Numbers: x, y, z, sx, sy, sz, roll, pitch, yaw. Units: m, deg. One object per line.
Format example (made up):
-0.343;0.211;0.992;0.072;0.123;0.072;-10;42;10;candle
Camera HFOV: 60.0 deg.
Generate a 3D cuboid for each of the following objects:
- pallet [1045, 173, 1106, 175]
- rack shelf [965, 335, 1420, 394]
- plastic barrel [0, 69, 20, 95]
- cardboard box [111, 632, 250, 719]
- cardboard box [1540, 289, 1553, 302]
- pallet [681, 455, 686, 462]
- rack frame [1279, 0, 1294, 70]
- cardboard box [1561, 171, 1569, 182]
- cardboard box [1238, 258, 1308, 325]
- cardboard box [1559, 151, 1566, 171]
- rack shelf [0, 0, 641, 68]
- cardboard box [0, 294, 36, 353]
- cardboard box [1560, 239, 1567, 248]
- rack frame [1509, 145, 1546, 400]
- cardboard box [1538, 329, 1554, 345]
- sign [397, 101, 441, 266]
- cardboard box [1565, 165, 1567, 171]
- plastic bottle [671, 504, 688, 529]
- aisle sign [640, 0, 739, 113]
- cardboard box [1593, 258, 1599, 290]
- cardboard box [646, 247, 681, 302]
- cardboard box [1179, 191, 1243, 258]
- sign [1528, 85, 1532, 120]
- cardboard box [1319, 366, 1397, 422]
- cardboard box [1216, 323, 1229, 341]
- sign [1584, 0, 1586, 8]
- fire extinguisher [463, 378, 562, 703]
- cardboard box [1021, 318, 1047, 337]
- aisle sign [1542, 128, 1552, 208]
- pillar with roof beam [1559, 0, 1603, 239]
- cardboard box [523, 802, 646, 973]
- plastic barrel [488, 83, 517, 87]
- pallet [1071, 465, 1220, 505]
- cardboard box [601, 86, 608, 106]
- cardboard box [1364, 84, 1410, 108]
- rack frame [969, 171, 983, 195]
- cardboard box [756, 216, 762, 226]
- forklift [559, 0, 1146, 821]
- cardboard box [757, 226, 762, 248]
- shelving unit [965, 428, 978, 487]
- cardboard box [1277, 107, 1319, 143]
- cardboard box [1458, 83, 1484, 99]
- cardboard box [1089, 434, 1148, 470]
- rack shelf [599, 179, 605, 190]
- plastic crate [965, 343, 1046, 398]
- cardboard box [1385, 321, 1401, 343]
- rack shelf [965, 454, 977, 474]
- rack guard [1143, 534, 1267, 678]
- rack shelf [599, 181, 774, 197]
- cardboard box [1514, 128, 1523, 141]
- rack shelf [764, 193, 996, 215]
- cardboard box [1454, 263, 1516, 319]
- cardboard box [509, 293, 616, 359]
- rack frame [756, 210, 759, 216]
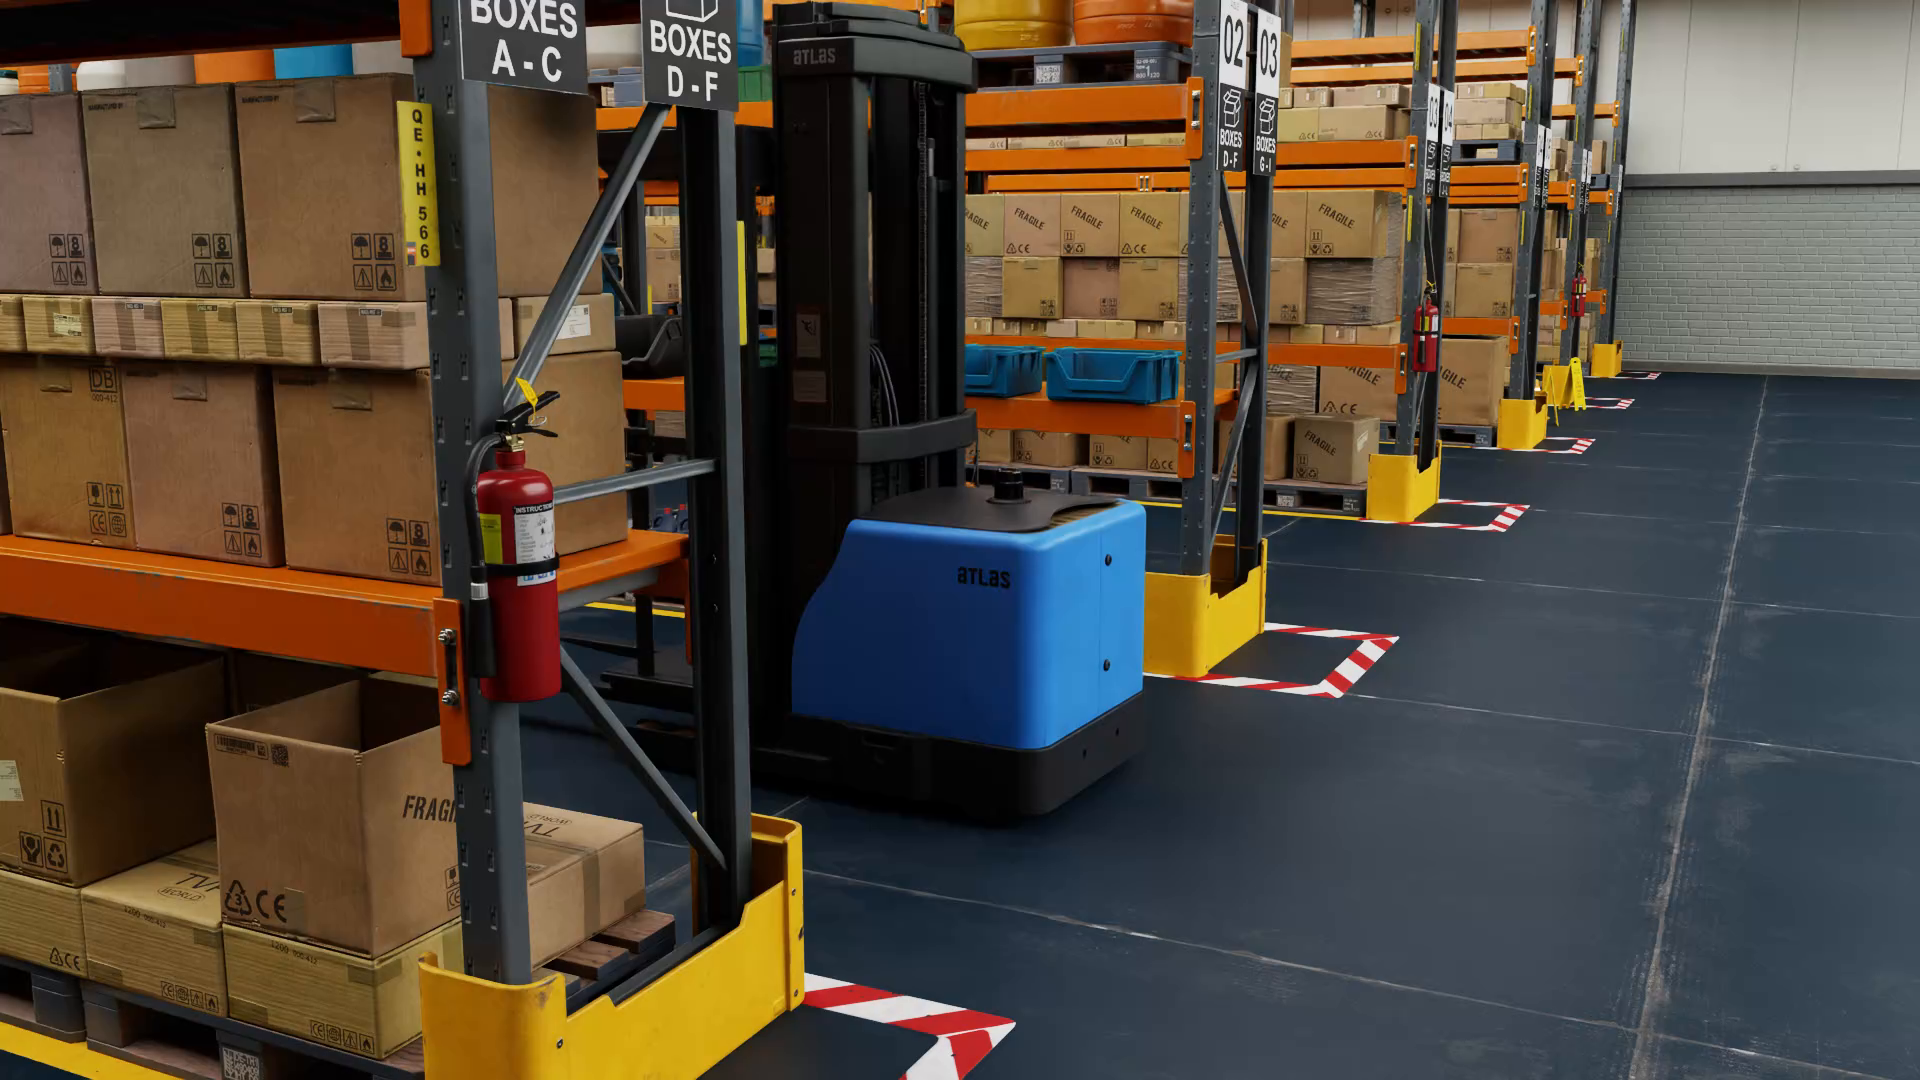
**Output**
1.394;-4.250;18.904;1.217;0.209;0.805;5;11;24;pallet
1.747;-1.508;13.658;4.000;0.370;1.077;5;11;26;rack shelf
-6.852;-3.219;11.881;0.301;0.262;0.301;0;10;0;plastic barrel
-2.132;0.501;4.976;0.500;0.500;0.500;5;11;26;cardboard box
7.495;-3.159;21.465;0.250;0.149;0.380;5;12;28;cardboard box
-1.844;-0.804;15.581;1.213;0.211;1.003;5;11;26;pallet
4.338;-6.554;22.676;0.127;3.000;1.000;5;11;26;rack frame
7.771;-4.717;21.655;0.250;0.149;0.380;5;11;26;cardboard box
2.558;-1.968;13.064;0.500;0.500;0.875;5;11;26;cardboard box
7.592;-4.918;21.642;0.500;0.250;0.500;5;11;25;cardboard box
-2.640;-1.402;4.651;4.000;0.370;1.077;5;11;26;rack shelf
-2.435;-0.592;4.477;0.250;0.149;0.380;5;12;27;cardboard box
9.469;-4.604;25.807;0.250;0.149;0.380;5;11;26;cardboard box
5.825;-2.488;17.056;0.127;3.000;1.000;5;11;26;rack frame
9.098;-3.209;26.177;0.500;0.250;0.500;5;11;25;cardboard box
-1.099;-0.723;3.386;0.005;0.325;0.100;5;11;26;sign
9.241;-5.705;25.652;0.250;0.149;0.380;5;11;24;cardboard box
-1.635;-0.034;9.701;0.185;0.351;0.144;5;11;26;plastic bottle
-0.652;-1.445;3.994;0.004;0.787;0.394;5;11;26;aisle sign
9.797;-4.212;26.302;0.500;0.500;0.500;5;12;28;cardboard box
-2.587;-2.526;15.806;0.500;0.500;0.700;7;12;34;cardboard box
2.039;-2.474;13.053;0.500;0.500;0.500;5;11;26;cardboard box
5.573;-4.276;16.245;0.005;0.325;0.100;5;11;26;sign
4.398;-1.761;17.826;0.875;0.875;0.875;5;11;25;cardboard box
2.065;-1.666;13.218;0.250;0.149;0.380;5;11;26;cardboard box
7.661;-6.689;20.356;0.005;0.325;0.100;5;11;26;sign
-0.946;-0.001;3.529;0.183;0.674;0.296;5;11;26;fire extinguisher
0.696;-1.776;13.823;0.250;0.149;0.380;5;11;26;cardboard box
6.022;-3.810;17.059;0.004;0.787;0.394;5;11;26;aisle sign
7.987;-6.543;22.616;0.400;9.000;9.100;5;11;26;pillar with roof beam
-1.229;0.946;4.621;0.500;0.250;0.500;5;11;26;cardboard box
-2.791;-2.956;9.813;0.708;0.901;0.600;5;11;26;plastic barrel
1.669;-0.504;13.922;1.213;0.211;1.003;5;11;26;pallet
-3.326;-4.028;15.455;0.500;0.500;0.500;5;11;26;cardboard box
3.153;-3.275;12.280;0.250;0.149;0.380;5;11;26;cardboard box
-0.047;-2.019;14.465;0.127;3.000;1.000;5;11;26;rack frame
-3.253;-5.066;26.391;0.250;0.149;0.380;5;11;25;cardboard box
-0.792;-0.596;6.795;3.031;2.935;1.130;6;12;28;forklift
-3.382;-4.767;26.557;0.500;0.500;0.500;5;11;25;cardboard box
-0.148;-0.603;11.695;0.503;1.200;0.258;5;11;26;shelving unit
2.546;-3.143;12.670;0.500;0.250;0.500;5;11;26;cardboard box
5.150;-4.481;16.652;0.250;0.149;0.380;5;11;26;cardboard box
1.403;-0.878;13.997;0.500;0.500;0.500;4;11;21;cardboard box
-5.428;-3.614;16.874;4.000;0.370;1.077;5;11;26;rack shelf
0.187;-0.884;8.608;0.408;0.251;0.499;5;11;26;plastic crate
3.390;-1.641;13.080;0.250;0.149;0.380;5;11;26;cardboard box
-0.148;-0.537;11.707;0.480;0.148;0.258;5;11;26;rack shelf
1.260;0.318;8.567;0.348;0.500;1.175;5;11;26;rack guard
-3.142;-4.398;21.207;4.000;0.370;1.077;5;11;26;rack shelf
5.660;-4.175;17.198;0.250;0.149;0.380;5;11;26;cardboard box
-1.043;-5.197;25.619;4.000;0.370;1.077;5;11;26;rack shelf
5.473;-2.584;17.165;0.550;0.550;0.875;5;11;26;cardboard box
-1.103;-0.556;4.278;0.250;0.149;0.380;5;11;25;cardboard box
-4.231;-5.341;32.817;0.127;3.000;1.000;5;11;26;rack frame
